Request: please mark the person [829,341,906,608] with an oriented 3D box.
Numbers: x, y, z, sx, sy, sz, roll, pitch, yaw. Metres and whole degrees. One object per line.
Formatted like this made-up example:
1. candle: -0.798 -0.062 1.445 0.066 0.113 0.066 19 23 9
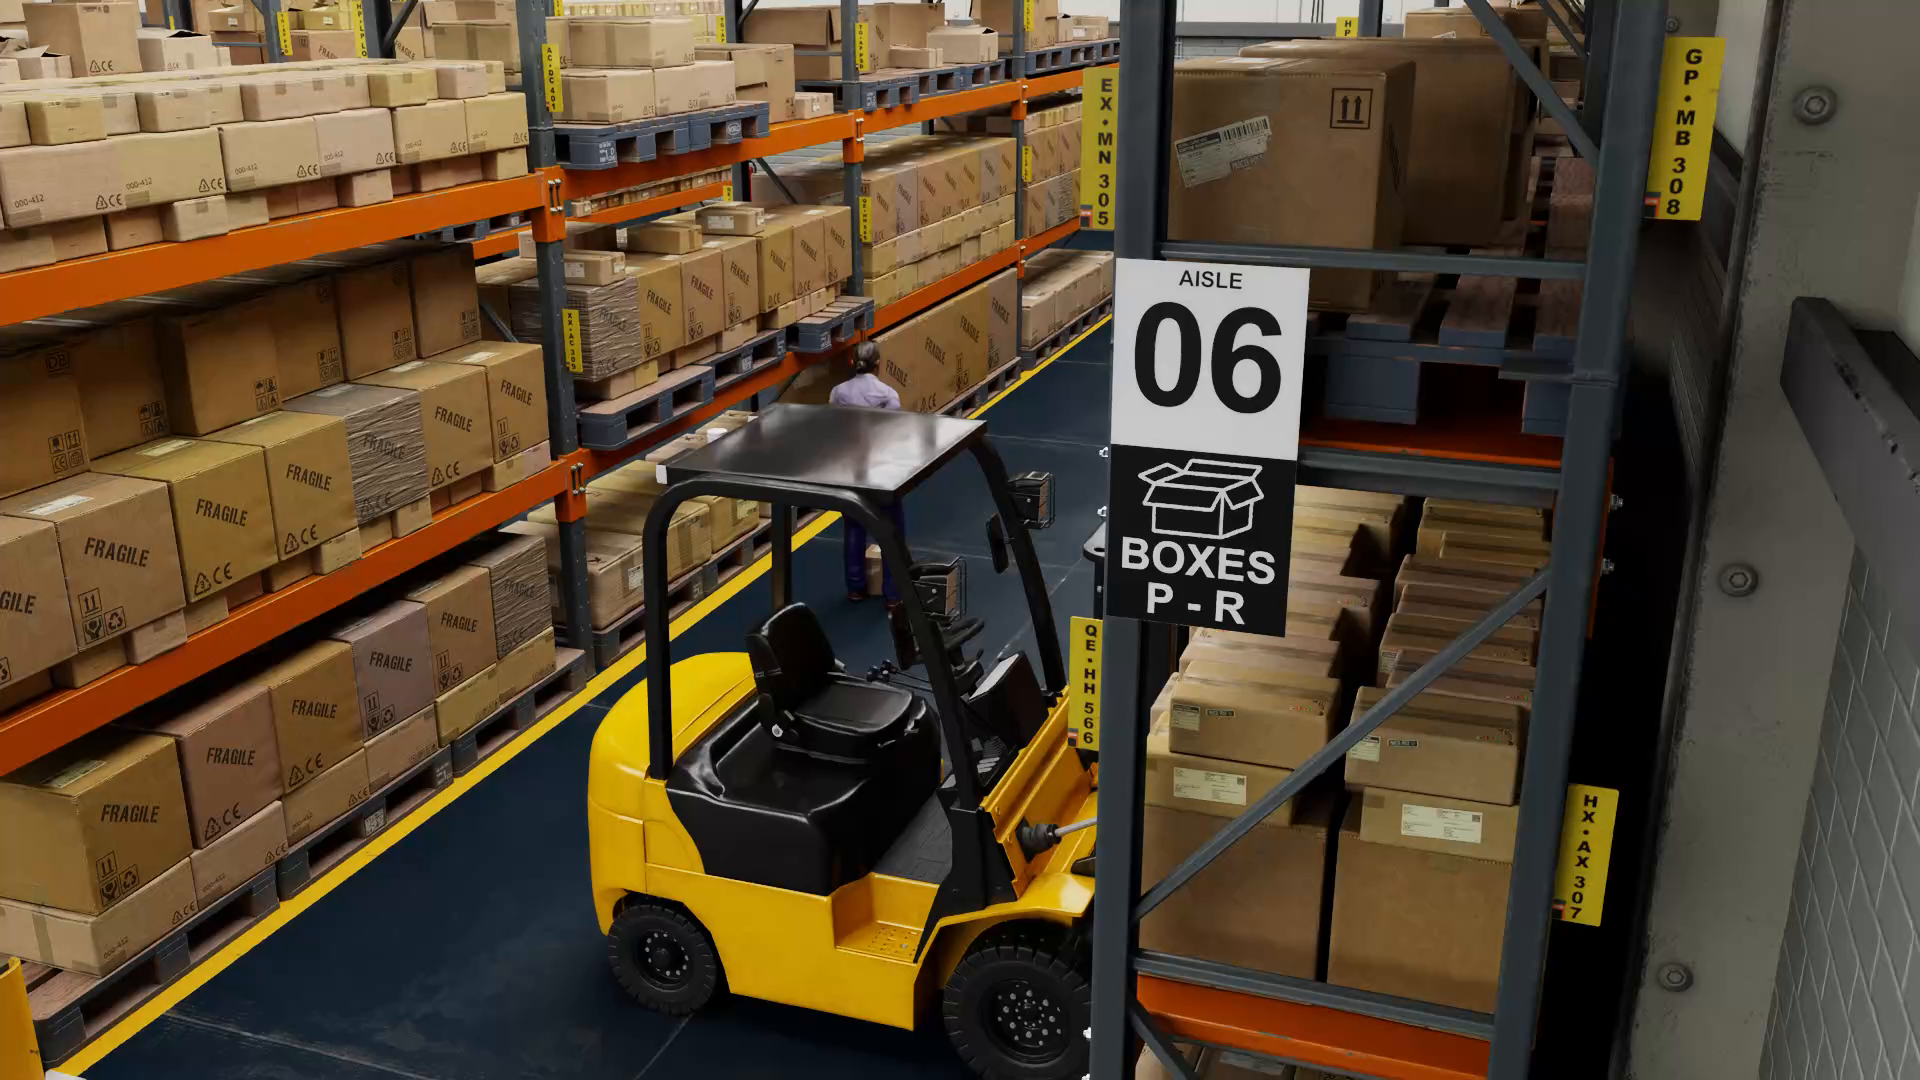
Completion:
1. person: -0.546 -0.407 10.270 0.556 1.652 0.382 6 20 17
